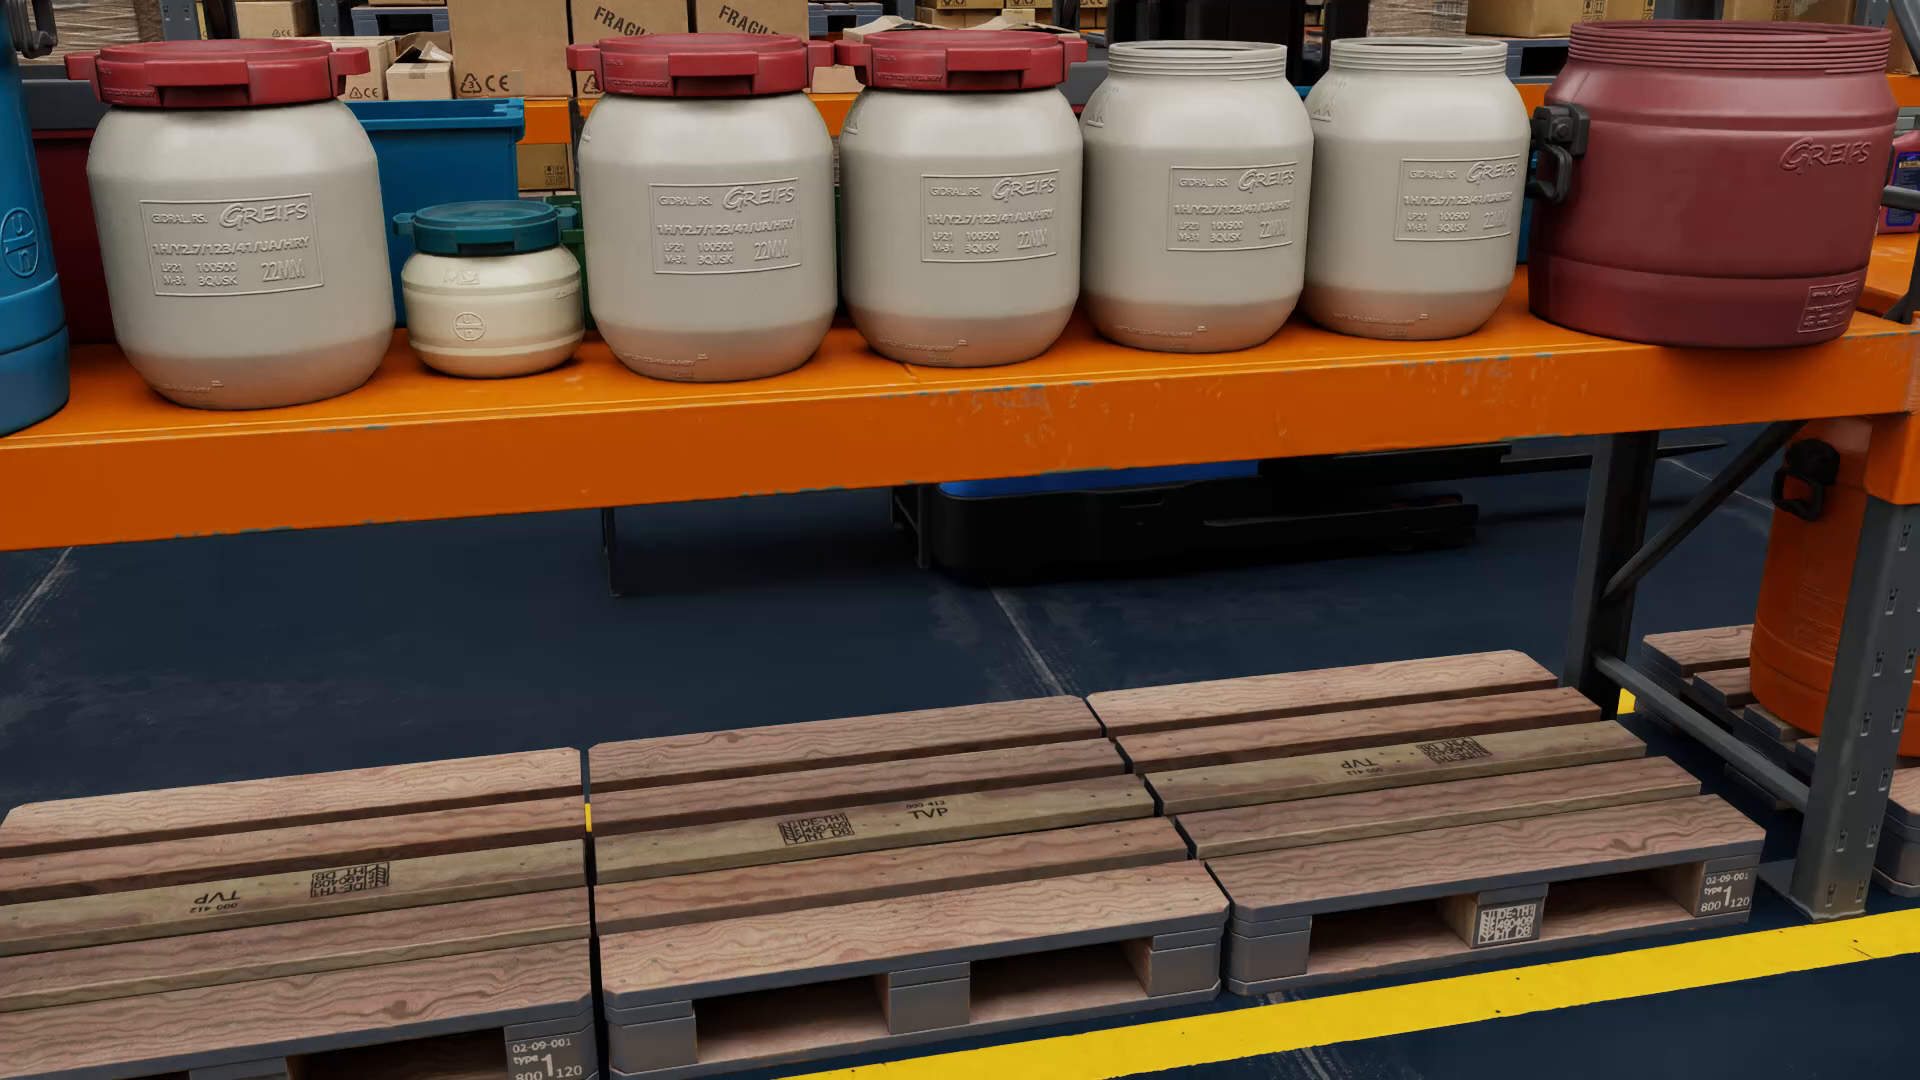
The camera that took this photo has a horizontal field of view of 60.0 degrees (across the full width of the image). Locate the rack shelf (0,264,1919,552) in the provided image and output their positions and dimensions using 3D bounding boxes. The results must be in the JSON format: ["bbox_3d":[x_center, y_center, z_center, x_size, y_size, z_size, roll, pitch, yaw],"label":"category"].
[{"bbox_3d":[-0.169,-0.260,3.210,4.000,0.370,1.077,-5,21,-12],"label":"rack shelf"}]

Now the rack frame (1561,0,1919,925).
[{"bbox_3d":[1.777,-0.756,3.518,0.127,3.000,1.000,-5,21,-12],"label":"rack frame"}]

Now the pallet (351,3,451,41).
[{"bbox_3d":[-3.618,-3.678,11.772,1.213,0.211,1.003,-5,21,-12],"label":"pallet"}]

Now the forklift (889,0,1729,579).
[{"bbox_3d":[1.297,-1.508,5.670,3.031,2.935,1.130,-5,21,-13],"label":"forklift"}]

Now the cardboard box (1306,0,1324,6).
[{"bbox_3d":[2.504,-4.420,12.914,0.500,0.500,0.500,-4,21,-12],"label":"cardboard box"}]

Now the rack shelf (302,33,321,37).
[{"bbox_3d":[-6.342,-3.260,11.398,4.000,0.370,1.077,-5,21,-12],"label":"rack shelf"}]

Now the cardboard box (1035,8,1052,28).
[{"bbox_3d":[0.613,-3.983,12.664,0.250,0.149,0.380,-5,21,-13],"label":"cardboard box"}]

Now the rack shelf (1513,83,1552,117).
[{"bbox_3d":[2.587,-2.235,8.601,4.000,0.370,1.077,-5,21,-12],"label":"rack shelf"}]

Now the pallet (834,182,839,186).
[{"bbox_3d":[-1.264,-2.702,12.883,1.213,0.211,1.003,-5,21,-12],"label":"pallet"}]

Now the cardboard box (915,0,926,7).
[{"bbox_3d":[-0.104,-4.394,12.842,0.500,0.500,0.500,-5,21,-12],"label":"cardboard box"}]

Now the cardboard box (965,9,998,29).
[{"bbox_3d":[0.118,-3.929,12.517,0.250,0.149,0.380,-4,21,-12],"label":"cardboard box"}]

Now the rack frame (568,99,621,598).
[{"bbox_3d":[-1.160,-0.603,5.279,0.032,1.500,0.500,-5,21,-13],"label":"rack frame"}]

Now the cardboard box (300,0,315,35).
[{"bbox_3d":[-4.902,-3.729,11.823,0.500,0.250,0.500,-4,21,-12],"label":"cardboard box"}]

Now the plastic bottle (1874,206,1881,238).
[{"bbox_3d":[2.189,-0.841,4.038,0.097,0.201,0.097,0,20,0],"label":"plastic bottle"}]

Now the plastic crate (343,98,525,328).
[{"bbox_3d":[-1.114,-0.624,3.179,0.575,0.384,0.392,-5,21,-12],"label":"plastic crate"}]

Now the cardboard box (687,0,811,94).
[{"bbox_3d":[-0.988,-2.323,7.651,0.500,0.500,0.500,-6,21,-15],"label":"cardboard box"}]

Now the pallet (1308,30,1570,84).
[{"bbox_3d":[2.532,-2.480,8.503,1.213,0.211,1.003,-5,21,-12],"label":"pallet"}]

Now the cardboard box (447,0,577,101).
[{"bbox_3d":[-1.988,-2.242,7.429,0.500,0.500,0.500,-3,20,-9],"label":"cardboard box"}]

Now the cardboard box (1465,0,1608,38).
[{"bbox_3d":[2.828,-2.815,8.382,0.500,0.500,0.700,-10,23,-26],"label":"cardboard box"}]

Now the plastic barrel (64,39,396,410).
[{"bbox_3d":[-1.134,-0.506,2.637,0.433,0.535,0.433,0,20,0],"label":"plastic barrel"}]

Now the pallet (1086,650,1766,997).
[{"bbox_3d":[1.014,0.601,3.866,1.213,0.211,1.003,-5,21,-12],"label":"pallet"}]

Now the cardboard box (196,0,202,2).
[{"bbox_3d":[-5.269,-3.865,11.102,0.500,0.500,0.500,-5,21,-13],"label":"cardboard box"}]

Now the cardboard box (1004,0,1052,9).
[{"bbox_3d":[0.541,-4.260,12.475,0.500,0.500,0.500,-4,20,-11],"label":"cardboard box"}]

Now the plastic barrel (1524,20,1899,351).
[{"bbox_3d":[1.395,-0.682,3.118,0.708,0.536,0.600,-5,21,-12],"label":"plastic barrel"}]

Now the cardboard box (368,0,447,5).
[{"bbox_3d":[-3.892,-4.038,11.693,0.500,0.500,0.700,-5,21,-12],"label":"cardboard box"}]

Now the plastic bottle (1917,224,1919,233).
[{"bbox_3d":[2.413,-0.859,4.088,0.097,0.201,0.097,0,20,0],"label":"plastic bottle"}]

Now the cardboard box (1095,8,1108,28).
[{"bbox_3d":[1.117,-4.024,12.774,0.250,0.149,0.380,-4,21,-12],"label":"cardboard box"}]

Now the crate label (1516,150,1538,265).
[{"bbox_3d":[1.281,-0.770,3.798,0.416,0.233,0.303,-5,21,-12],"label":"crate label"}]

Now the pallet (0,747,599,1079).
[{"bbox_3d":[-1.360,0.795,3.339,1.213,0.211,1.003,-5,21,-12],"label":"pallet"}]

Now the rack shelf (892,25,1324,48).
[{"bbox_3d":[1.444,-3.893,13.127,4.000,0.370,1.077,-5,21,-12],"label":"rack shelf"}]

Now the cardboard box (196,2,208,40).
[{"bbox_3d":[-5.273,-3.519,11.250,0.500,0.250,0.500,-5,21,-12],"label":"cardboard box"}]

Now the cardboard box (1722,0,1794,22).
[{"bbox_3d":[4.021,-3.013,8.922,0.500,0.500,0.700,-13,24,-31],"label":"cardboard box"}]

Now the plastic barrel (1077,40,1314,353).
[{"bbox_3d":[0.415,-0.622,2.990,0.421,0.512,0.421,0,20,0],"label":"plastic barrel"}]

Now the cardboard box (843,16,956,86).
[{"bbox_3d":[-0.274,-2.367,8.044,0.500,0.311,0.500,-5,21,-13],"label":"cardboard box"}]

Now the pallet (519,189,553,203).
[{"bbox_3d":[-3.638,-2.509,12.356,1.213,0.211,1.003,-5,21,-12],"label":"pallet"}]

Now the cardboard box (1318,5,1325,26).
[{"bbox_3d":[2.886,-4.131,13.067,0.250,0.149,0.380,-4,21,-11],"label":"cardboard box"}]

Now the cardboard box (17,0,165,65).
[{"bbox_3d":[-3.682,-2.108,7.062,0.500,0.500,0.700,-5,21,-14],"label":"cardboard box"}]

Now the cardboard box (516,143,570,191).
[{"bbox_3d":[-3.192,-2.910,12.393,0.500,0.500,0.700,-5,21,-14],"label":"cardboard box"}]

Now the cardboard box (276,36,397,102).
[{"bbox_3d":[-2.783,-2.081,7.353,0.500,0.250,0.500,-3,20,-9],"label":"cardboard box"}]

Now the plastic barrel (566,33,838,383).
[{"bbox_3d":[-0.420,-0.564,2.795,0.433,0.535,0.433,0,20,0],"label":"plastic barrel"}]

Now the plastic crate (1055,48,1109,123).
[{"bbox_3d":[0.134,-0.761,3.438,0.583,0.464,0.402,-5,21,-12],"label":"plastic crate"}]

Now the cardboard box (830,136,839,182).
[{"bbox_3d":[-1.191,-3.031,12.722,0.500,0.500,0.700,-4,21,-12],"label":"cardboard box"}]

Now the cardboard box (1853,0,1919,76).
[{"bbox_3d":[5.092,-2.727,8.753,0.500,0.500,0.500,-4,21,-11],"label":"cardboard box"}]

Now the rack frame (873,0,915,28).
[{"bbox_3d":[-0.503,-4.072,12.571,0.127,3.000,1.000,-5,21,-12],"label":"rack frame"}]

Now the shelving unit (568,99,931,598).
[{"bbox_3d":[-0.667,-0.646,5.397,1.048,1.500,0.538,-5,21,-13],"label":"shelving unit"}]

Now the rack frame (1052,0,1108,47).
[{"bbox_3d":[0.641,-2.415,8.045,0.127,3.000,1.000,-5,21,-12],"label":"rack frame"}]
